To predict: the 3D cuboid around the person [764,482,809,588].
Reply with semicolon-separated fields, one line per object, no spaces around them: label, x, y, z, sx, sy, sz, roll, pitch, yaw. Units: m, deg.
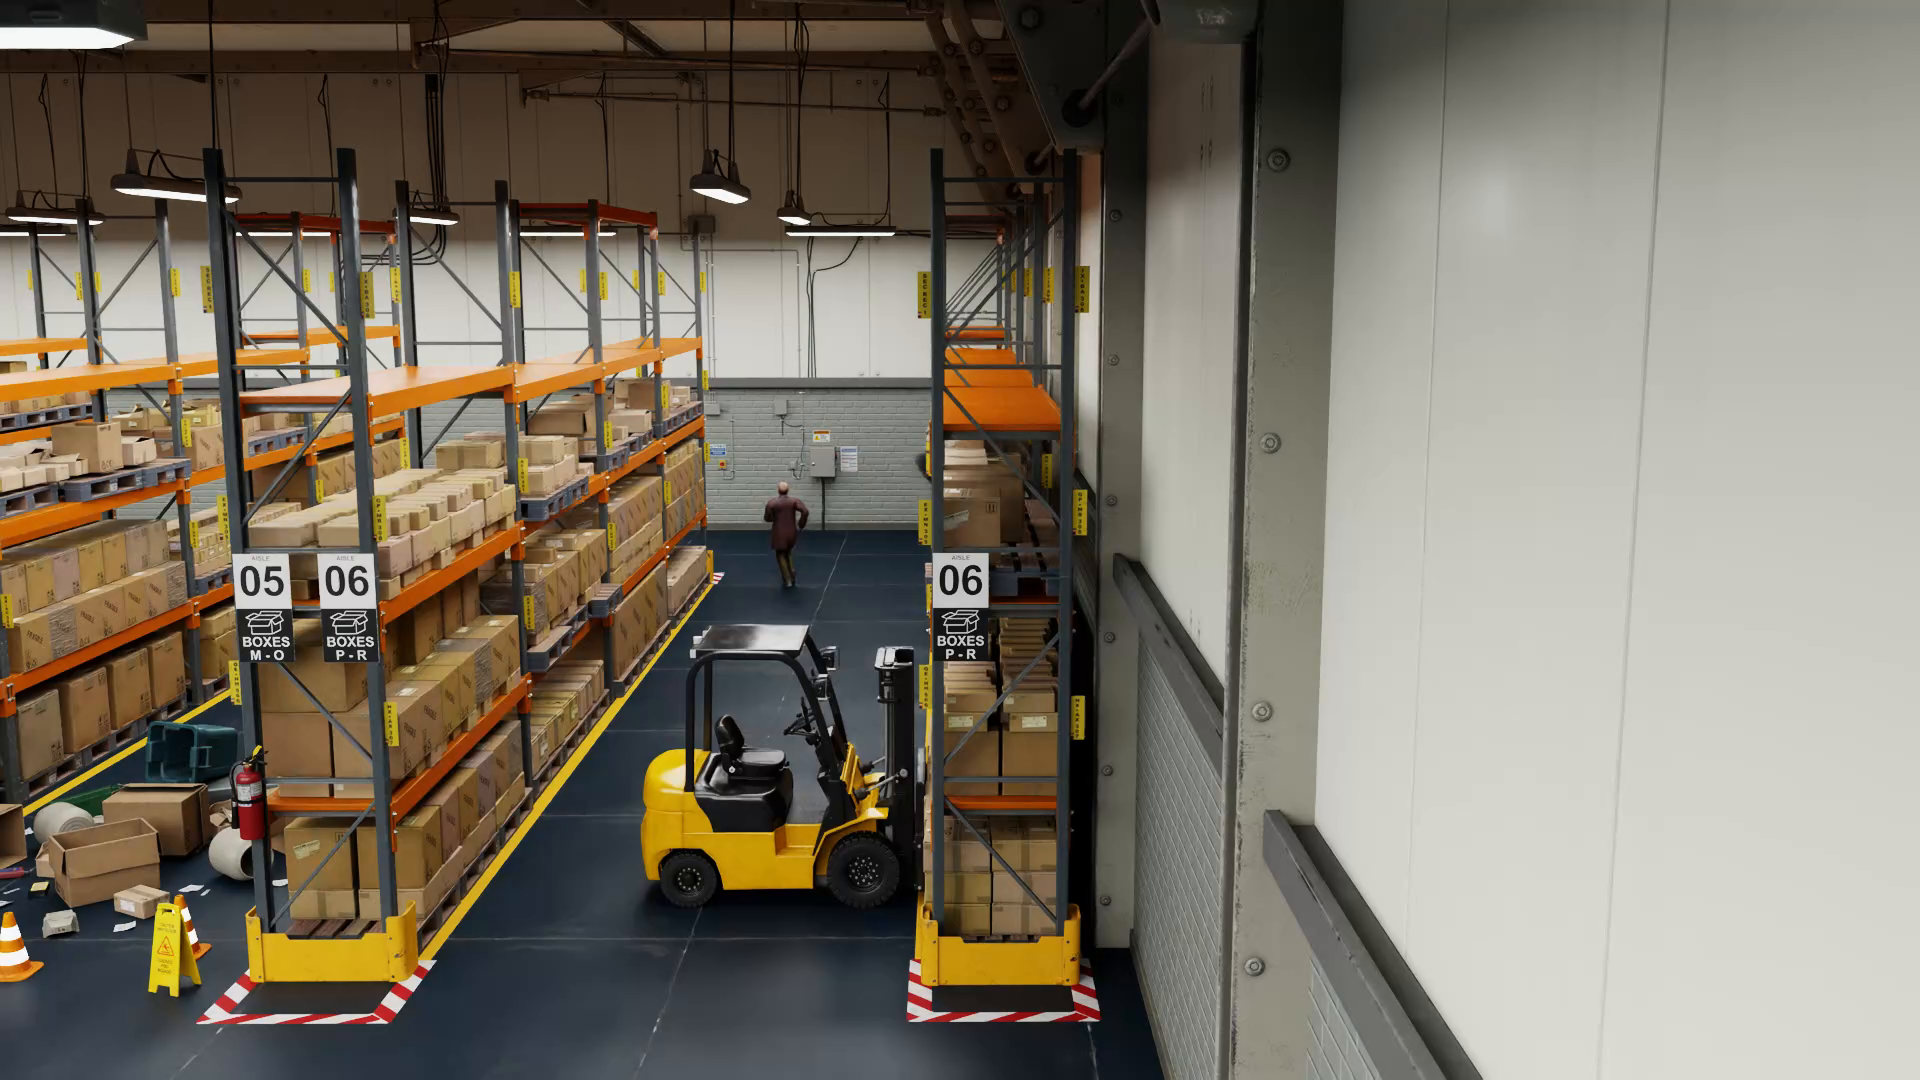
person;-2.896;-0.091;27.444;0.681;1.761;0.744;-4;10;-24
